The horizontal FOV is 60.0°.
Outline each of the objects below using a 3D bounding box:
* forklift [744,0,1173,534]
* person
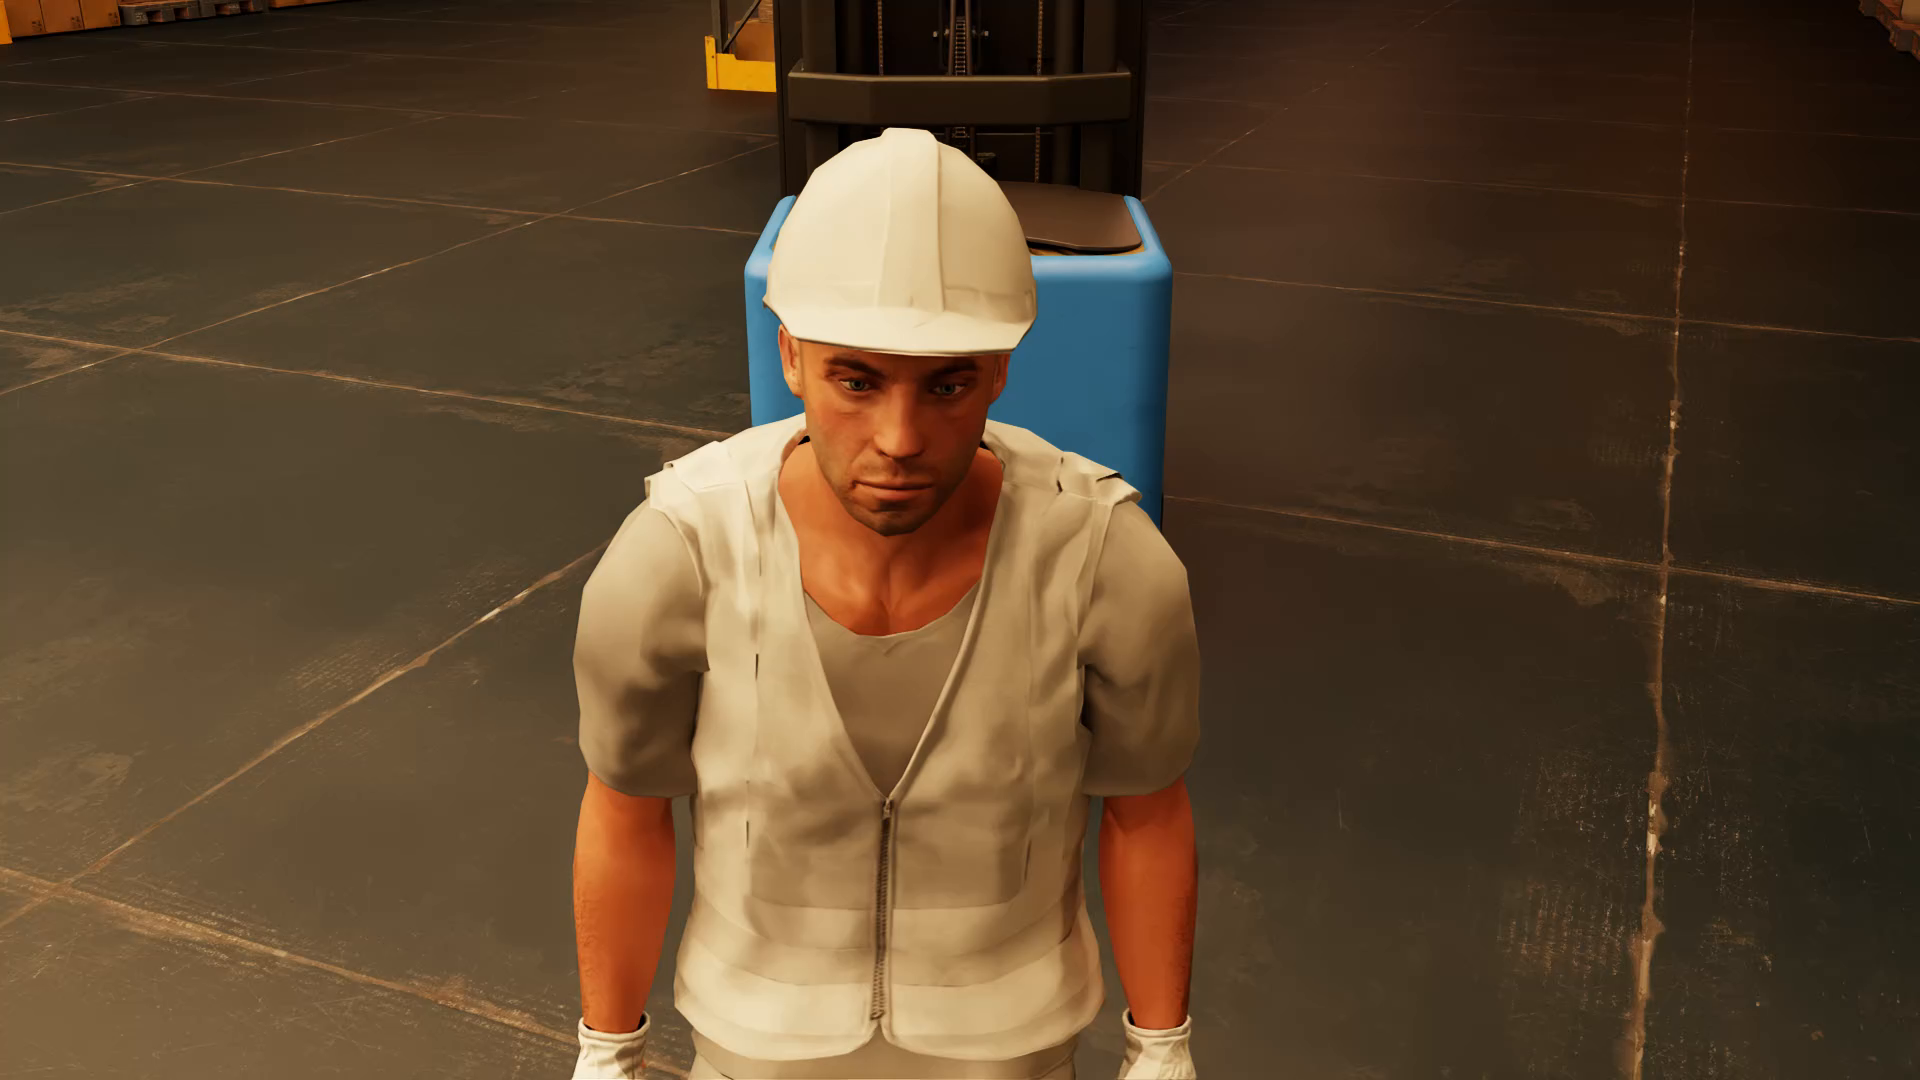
[{"bbox_3d":[0.002,-1.587,5.089,1.130,2.935,3.031,0,23,0],"label":"forklift"},{"bbox_3d":[-0.070,0.477,1.575,0.617,1.720,0.452,0,23,-1],"label":"person"}]
